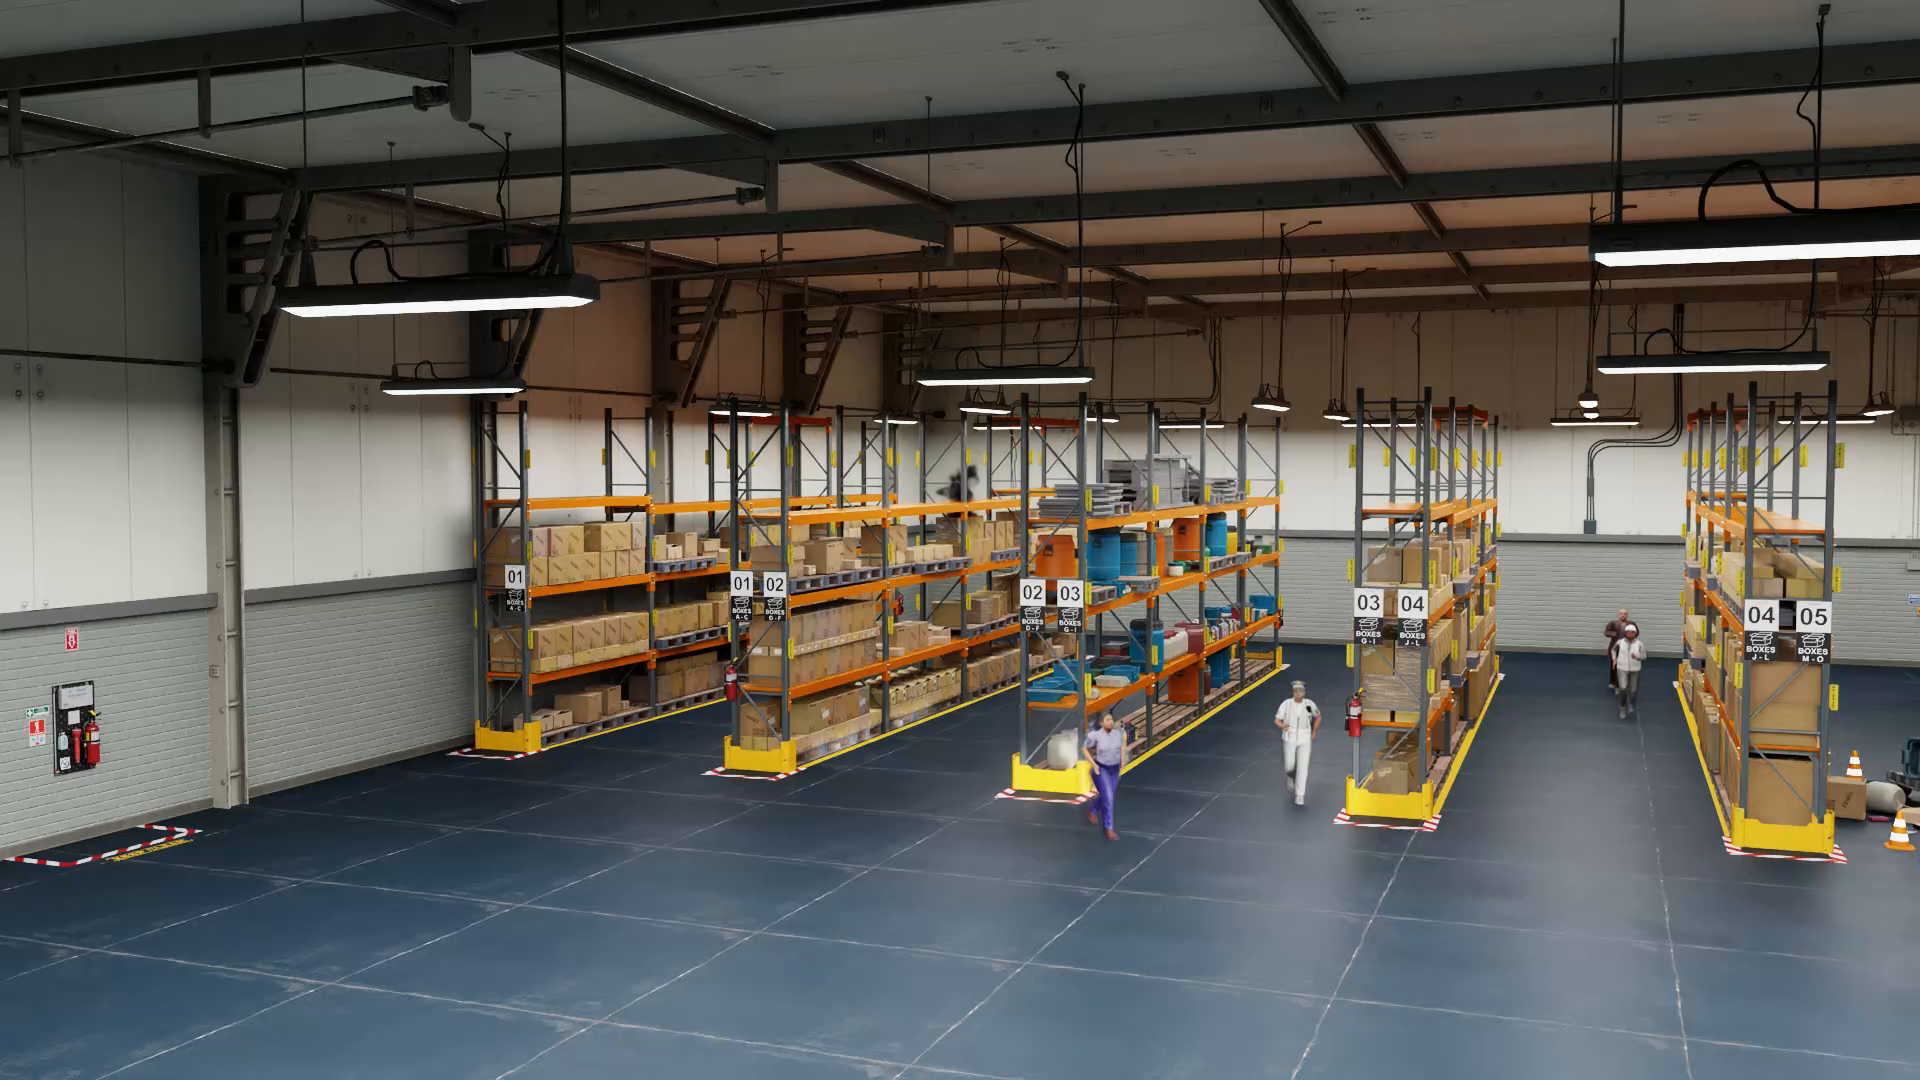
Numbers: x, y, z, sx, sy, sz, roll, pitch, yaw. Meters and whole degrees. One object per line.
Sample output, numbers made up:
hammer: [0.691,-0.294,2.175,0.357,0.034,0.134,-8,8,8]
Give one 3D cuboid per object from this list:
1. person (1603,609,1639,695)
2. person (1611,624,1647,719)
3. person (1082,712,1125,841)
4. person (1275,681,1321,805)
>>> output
person: [14.149,2.395,35.616,0.695,1.846,0.810,1,3,23]
person: [12.967,2.552,32.237,0.622,1.831,0.758,1,3,19]
person: [1.913,3.105,22.151,0.596,1.666,0.828,-2,3,-31]
person: [4.932,2.921,24.287,0.666,1.749,0.936,1,3,13]
